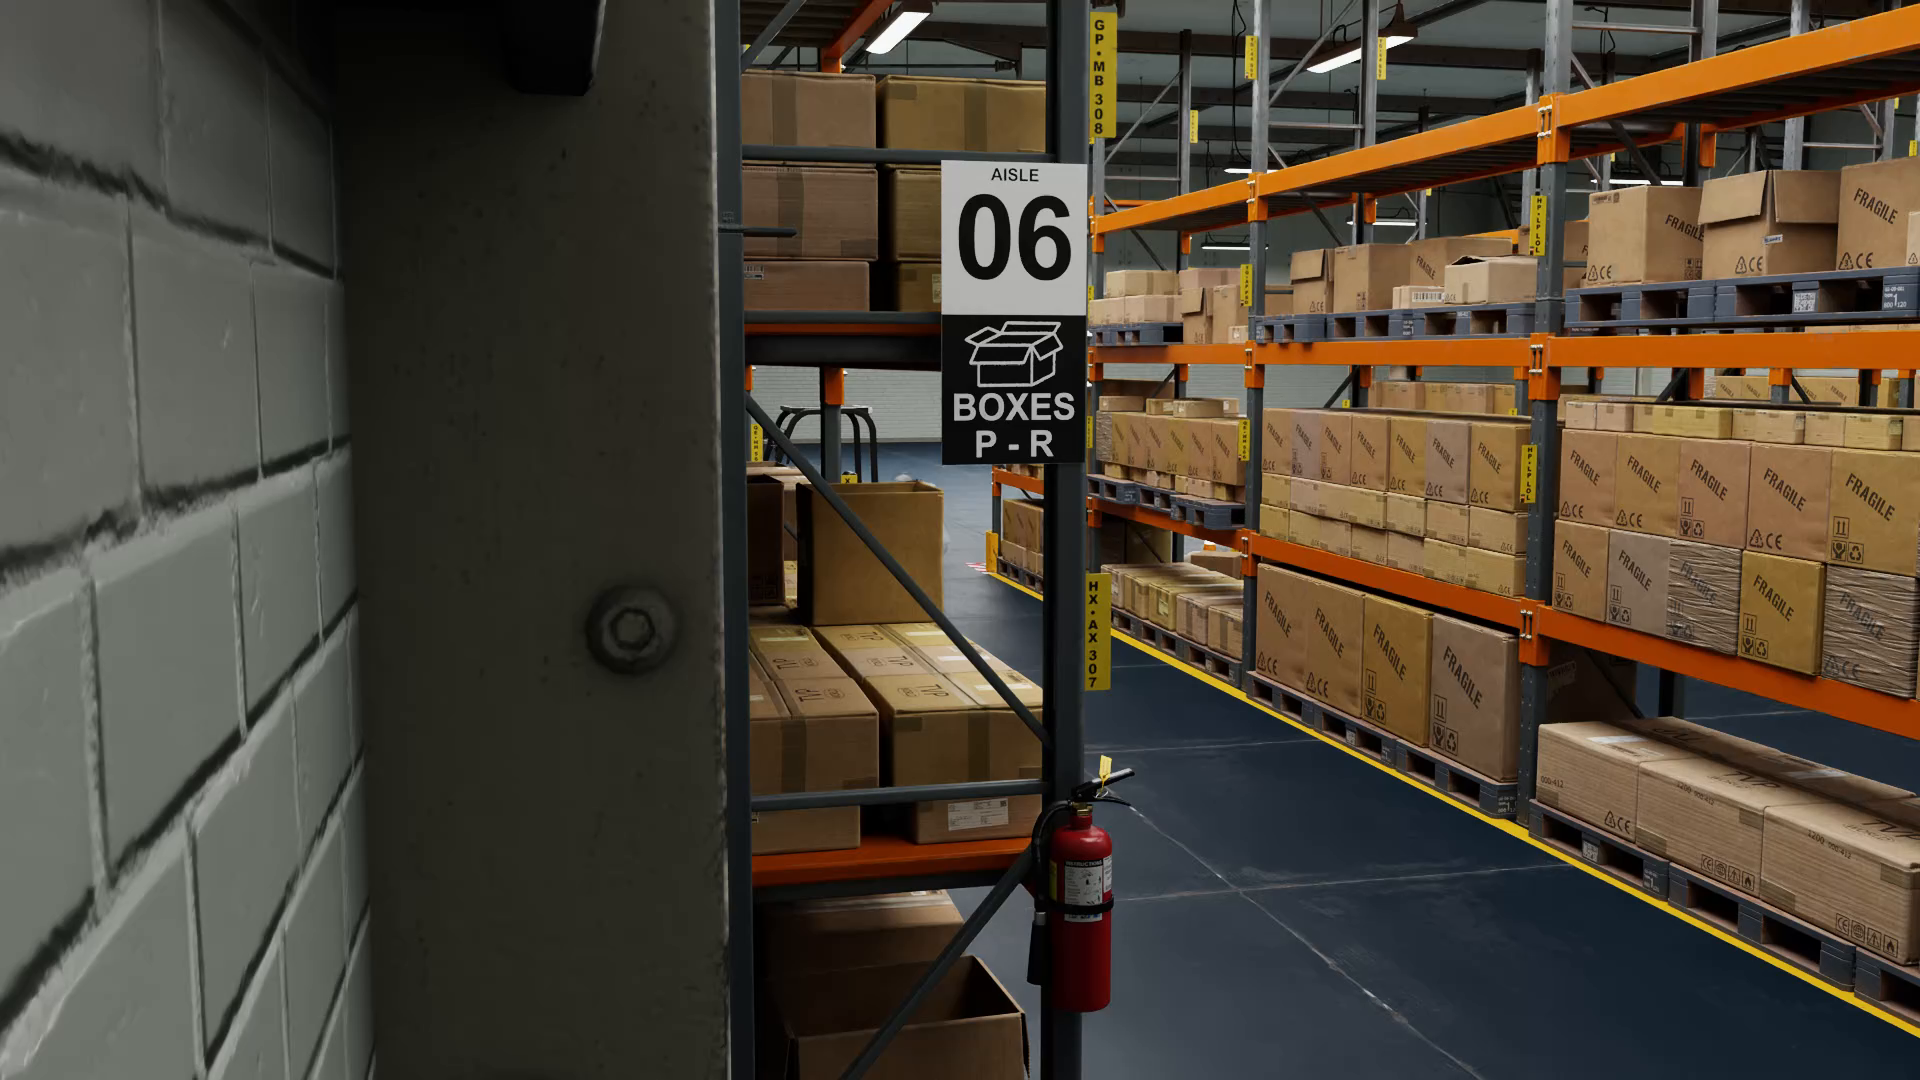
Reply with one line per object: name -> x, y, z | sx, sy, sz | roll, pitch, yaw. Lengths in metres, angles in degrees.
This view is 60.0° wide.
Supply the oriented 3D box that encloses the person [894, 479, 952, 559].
person -> -0.425, 0.086, 17.323 | 0.671, 1.457, 0.530 | -1, 6, -13
